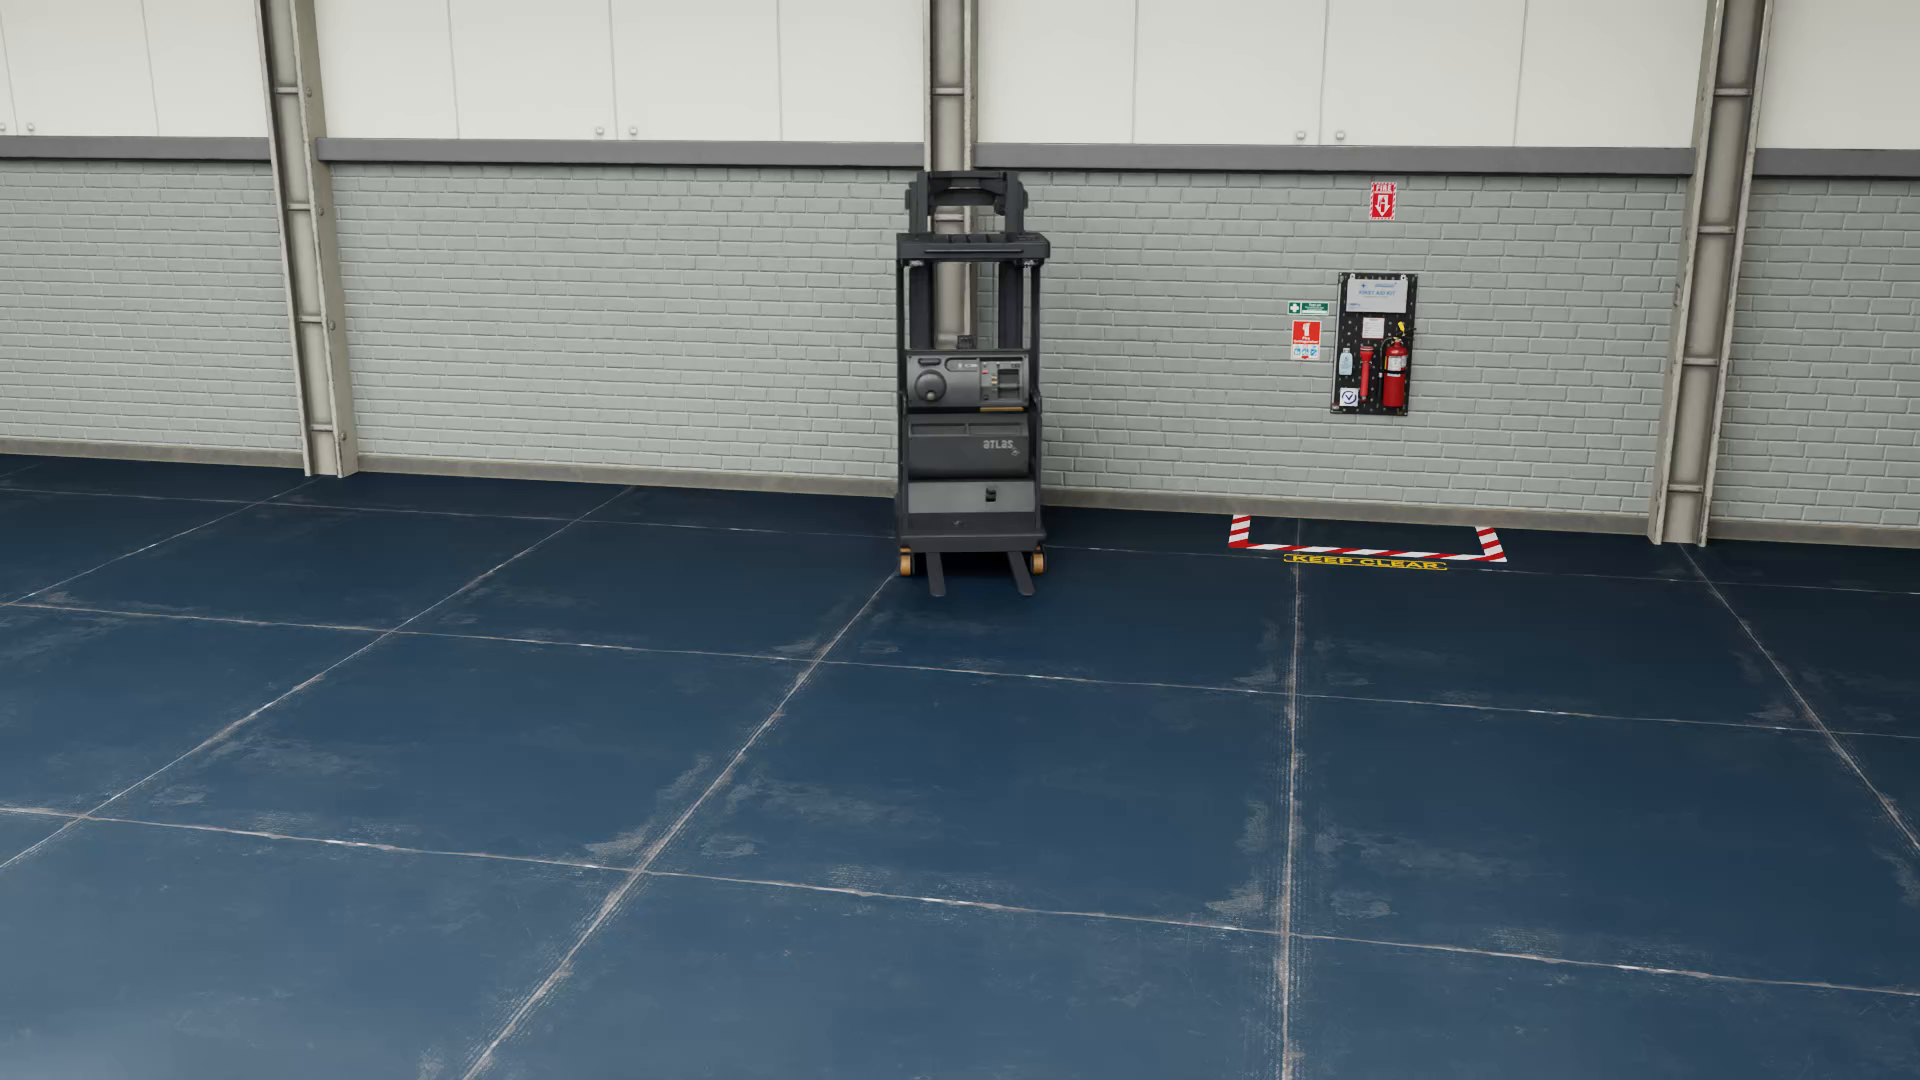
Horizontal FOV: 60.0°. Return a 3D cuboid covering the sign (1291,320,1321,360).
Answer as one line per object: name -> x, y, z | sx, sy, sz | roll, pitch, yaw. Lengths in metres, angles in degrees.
sign -> 2.869, -1.658, 13.790 | 0.234, 0.329, 0.001 | 3, 16, 11

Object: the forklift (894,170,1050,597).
forklift -> 0.075, -1.225, 12.423 | 1.130, 2.935, 3.031 | -1, 16, -3

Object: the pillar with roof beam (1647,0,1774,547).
pillar with roof beam -> 4.947, -3.208, 8.214 | 0.400, 9.000, 9.100 | 3, 16, 11

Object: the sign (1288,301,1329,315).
sign -> 2.872, -1.910, 13.710 | 0.331, 0.109, 0.001 | 3, 16, 11

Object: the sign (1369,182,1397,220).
sign -> 3.403, -2.728, 13.378 | 0.199, 0.298, 0.001 | 3, 16, 11

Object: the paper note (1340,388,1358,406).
paper note -> 3.231, -1.187, 13.808 | 0.142, 0.148, 0.016 | 3, 16, 11

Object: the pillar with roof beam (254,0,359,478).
pillar with roof beam -> -6.813, -3.846, 10.519 | 0.400, 9.000, 9.100 | 3, 16, 11

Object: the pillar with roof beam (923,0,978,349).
pillar with roof beam -> -0.933, -3.527, 9.367 | 0.400, 9.000, 9.100 | 3, 16, 11

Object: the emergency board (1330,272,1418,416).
emergency board -> 3.391, -1.584, 13.592 | 0.643, 1.169, 0.194 | 3, 16, 11
